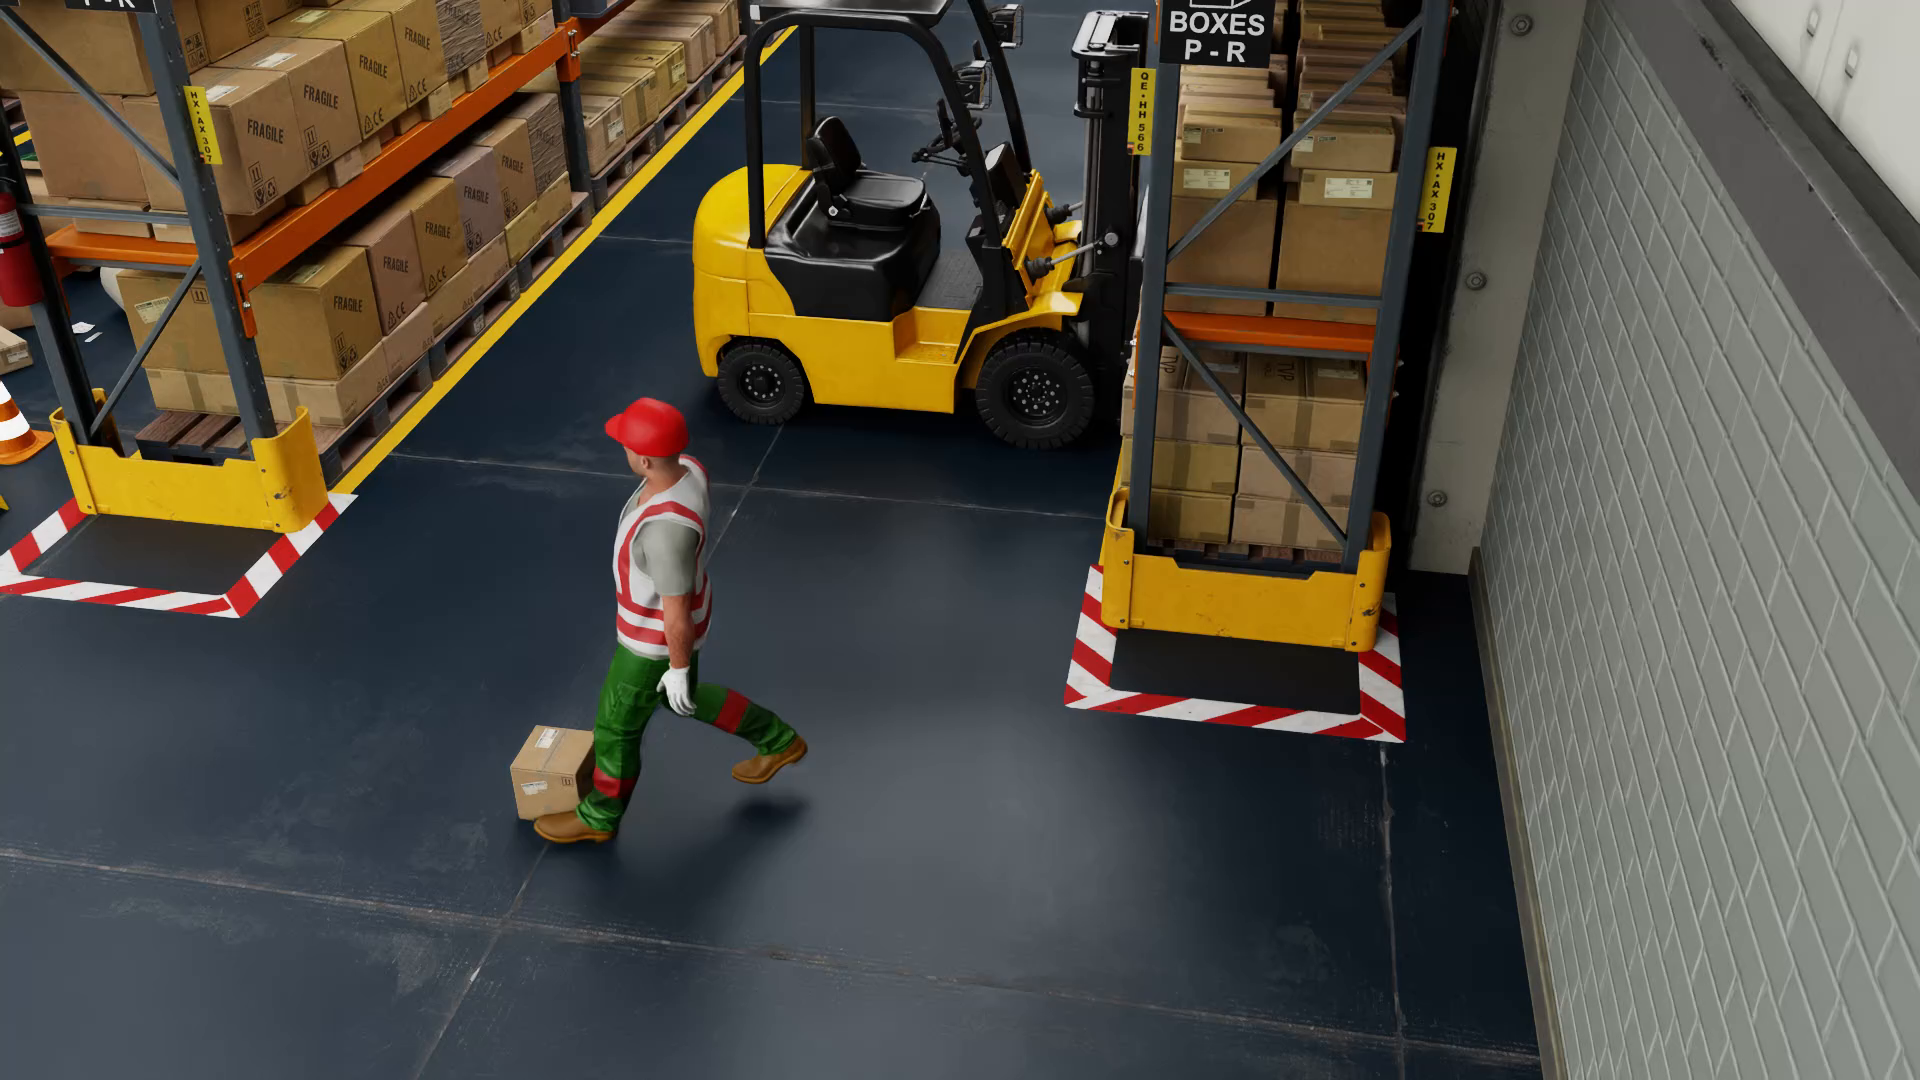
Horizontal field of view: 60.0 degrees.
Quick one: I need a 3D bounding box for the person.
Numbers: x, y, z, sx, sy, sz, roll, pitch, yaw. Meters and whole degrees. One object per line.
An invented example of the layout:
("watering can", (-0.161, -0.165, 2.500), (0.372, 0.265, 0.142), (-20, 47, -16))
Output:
("person", (-1.056, 0.291, 5.698), (0.983, 1.751, 0.571), (0, 32, 0))
